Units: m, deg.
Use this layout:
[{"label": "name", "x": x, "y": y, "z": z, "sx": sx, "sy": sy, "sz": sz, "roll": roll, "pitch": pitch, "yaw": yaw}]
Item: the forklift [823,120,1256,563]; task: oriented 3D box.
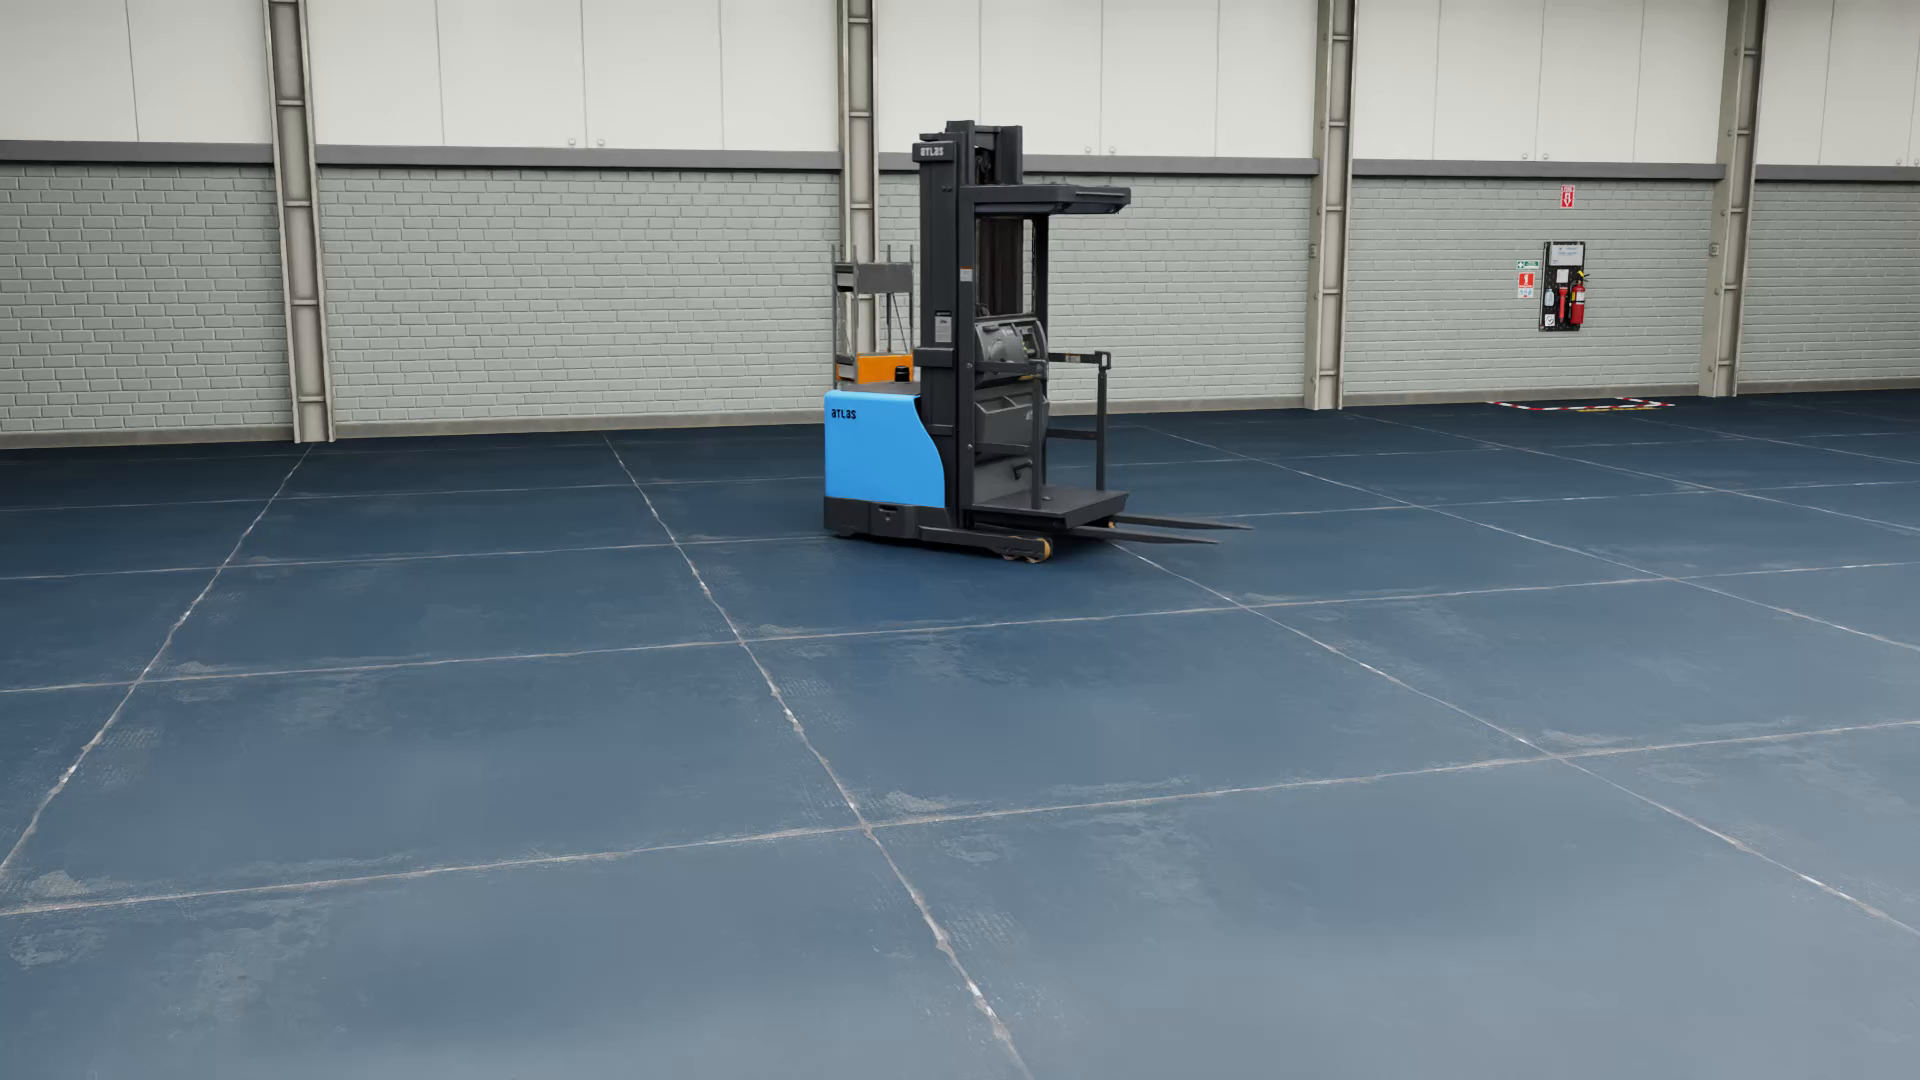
[{"label": "forklift", "x": 0.537, "y": -1.397, "z": 11.539, "sx": 3.031, "sy": 2.935, "sz": 1.130, "roll": 6, "pitch": 12, "yaw": 30}]

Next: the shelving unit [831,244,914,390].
[{"label": "shelving unit", "x": -0.675, "y": -1.236, "z": 12.959, "sx": 0.503, "sy": 2.100, "sz": 0.431, "roll": -6, "pitch": 12, "yaw": -30}]

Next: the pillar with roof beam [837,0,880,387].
[{"label": "pillar with roof beam", "x": 0.050, "y": -5.047, "z": 14.609, "sx": 0.400, "sy": 9.000, "sz": 9.100, "roll": -3, "pitch": 11, "yaw": -16}]

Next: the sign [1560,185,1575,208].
[{"label": "sign", "x": 7.949, "y": -4.491, "z": 21.754, "sx": 0.199, "sy": 0.298, "sz": 0.001, "roll": -3, "pitch": 11, "yaw": -16}]

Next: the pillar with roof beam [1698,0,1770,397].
[{"label": "pillar with roof beam", "x": 11.572, "y": -5.655, "z": 17.907, "sx": 0.400, "sy": 9.000, "sz": 9.100, "roll": -3, "pitch": 11, "yaw": -16}]

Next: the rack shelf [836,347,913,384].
[{"label": "rack shelf", "x": -0.675, "y": -1.223, "z": 12.962, "sx": 0.480, "sy": 0.518, "sz": 0.431, "roll": -6, "pitch": 12, "yaw": -30}]

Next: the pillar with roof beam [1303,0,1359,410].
[{"label": "pillar with roof beam", "x": 5.811, "y": -5.351, "z": 16.258, "sx": 0.400, "sy": 9.000, "sz": 9.100, "roll": -3, "pitch": 11, "yaw": -16}]

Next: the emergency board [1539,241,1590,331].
[{"label": "emergency board", "x": 7.985, "y": -3.334, "z": 21.872, "sx": 0.643, "sy": 1.169, "sz": 0.194, "roll": -3, "pitch": 11, "yaw": -16}]

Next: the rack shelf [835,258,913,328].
[{"label": "rack shelf", "x": -0.674, "y": -1.911, "z": 12.836, "sx": 0.480, "sy": 0.518, "sz": 0.431, "roll": -6, "pitch": 12, "yaw": -30}]

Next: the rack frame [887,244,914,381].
[{"label": "rack frame", "x": -0.466, "y": -1.258, "z": 13.083, "sx": 0.015, "sy": 2.100, "sz": 0.400, "roll": -6, "pitch": 12, "yaw": -30}]

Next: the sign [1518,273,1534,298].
[{"label": "sign", "x": 7.425, "y": -3.342, "z": 21.814, "sx": 0.234, "sy": 0.329, "sz": 0.001, "roll": -3, "pitch": 11, "yaw": -16}]

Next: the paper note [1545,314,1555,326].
[{"label": "paper note", "x": 7.796, "y": -2.904, "z": 21.968, "sx": 0.142, "sy": 0.148, "sz": 0.016, "roll": -3, "pitch": 11, "yaw": -16}]

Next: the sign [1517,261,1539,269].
[{"label": "sign", "x": 7.432, "y": -3.601, "z": 21.759, "sx": 0.331, "sy": 0.109, "sz": 0.001, "roll": -3, "pitch": 11, "yaw": -16}]

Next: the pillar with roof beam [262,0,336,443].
[{"label": "pillar with roof beam", "x": -5.711, "y": -4.744, "z": 12.959, "sx": 0.400, "sy": 9.000, "sz": 9.100, "roll": -3, "pitch": 11, "yaw": -16}]

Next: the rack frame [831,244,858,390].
[{"label": "rack frame", "x": -0.885, "y": -1.214, "z": 12.836, "sx": 0.015, "sy": 2.100, "sz": 0.400, "roll": -6, "pitch": 12, "yaw": -30}]
